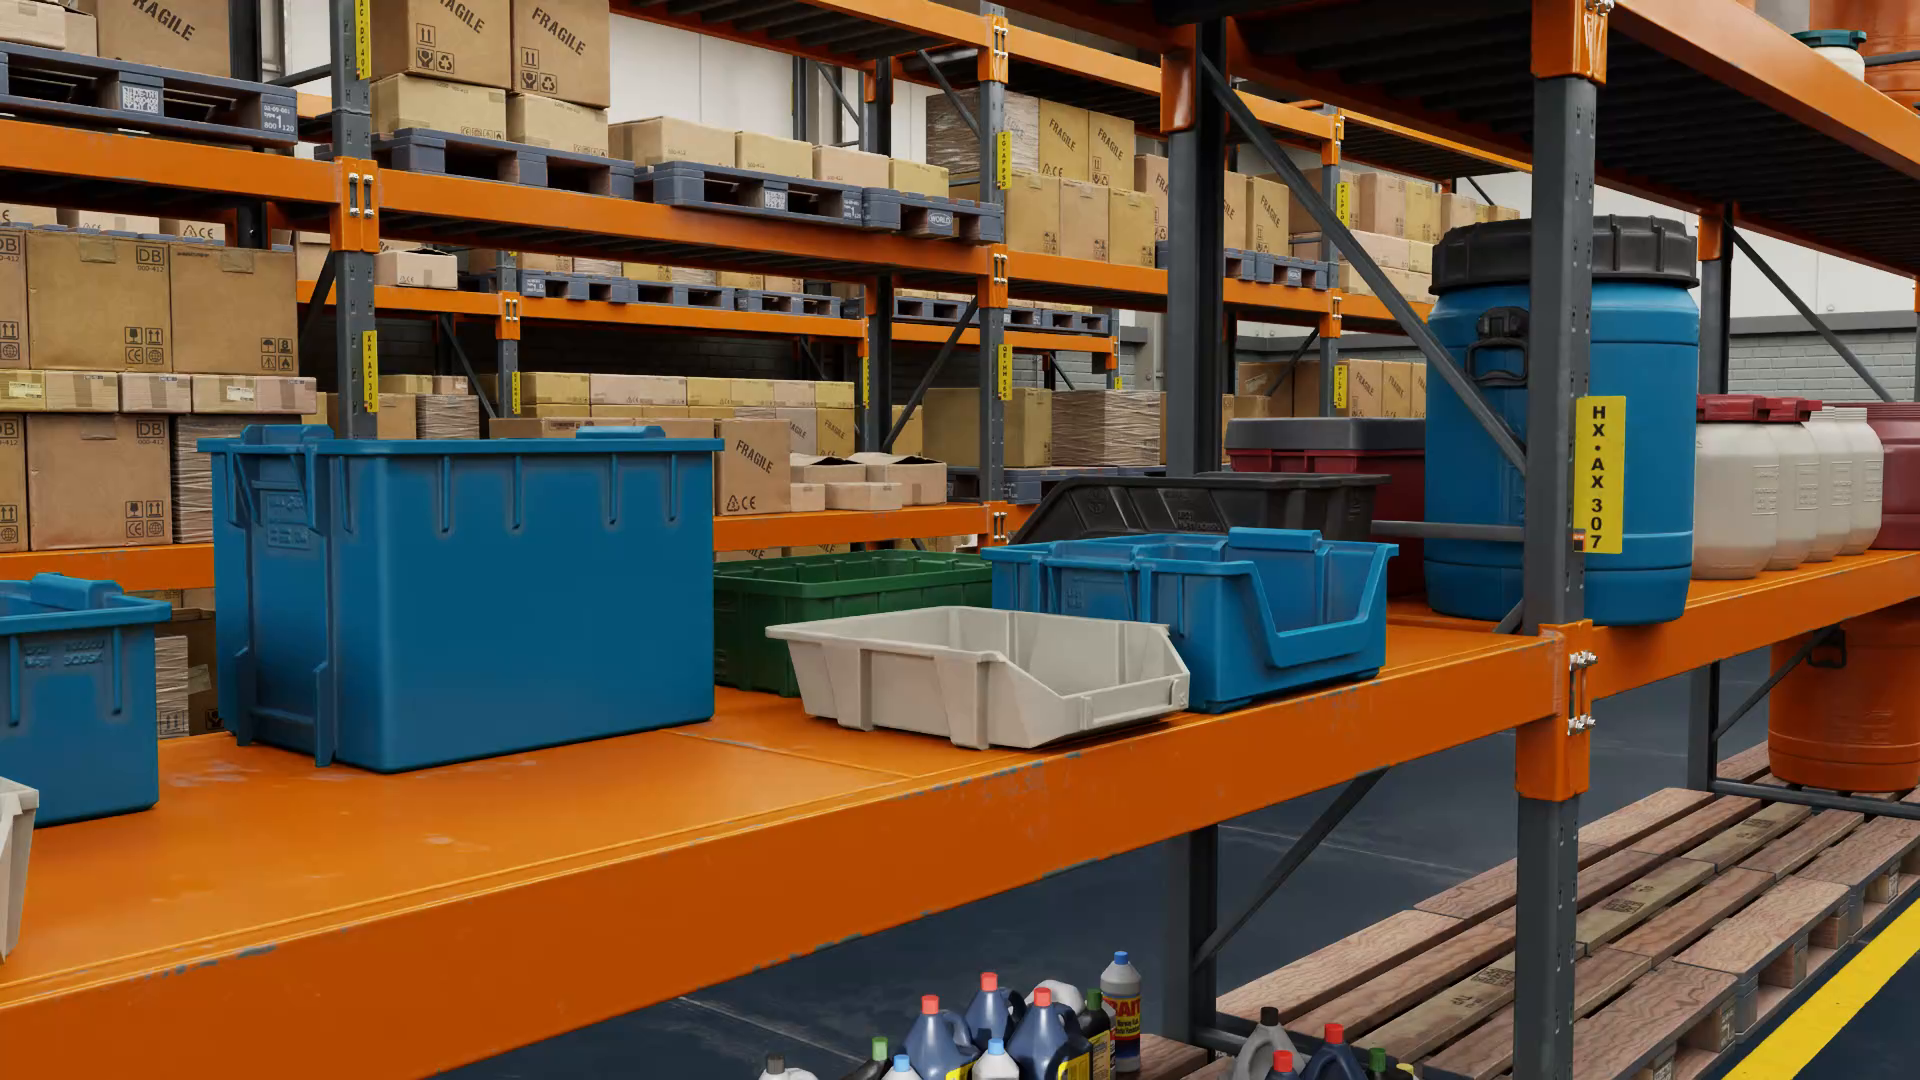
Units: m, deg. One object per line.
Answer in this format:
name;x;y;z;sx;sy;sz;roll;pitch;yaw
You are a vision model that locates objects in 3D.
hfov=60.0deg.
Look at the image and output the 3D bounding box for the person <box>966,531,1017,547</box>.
person;0.276;0.284;15.964;0.478;0.855;0.868;3;5;41
